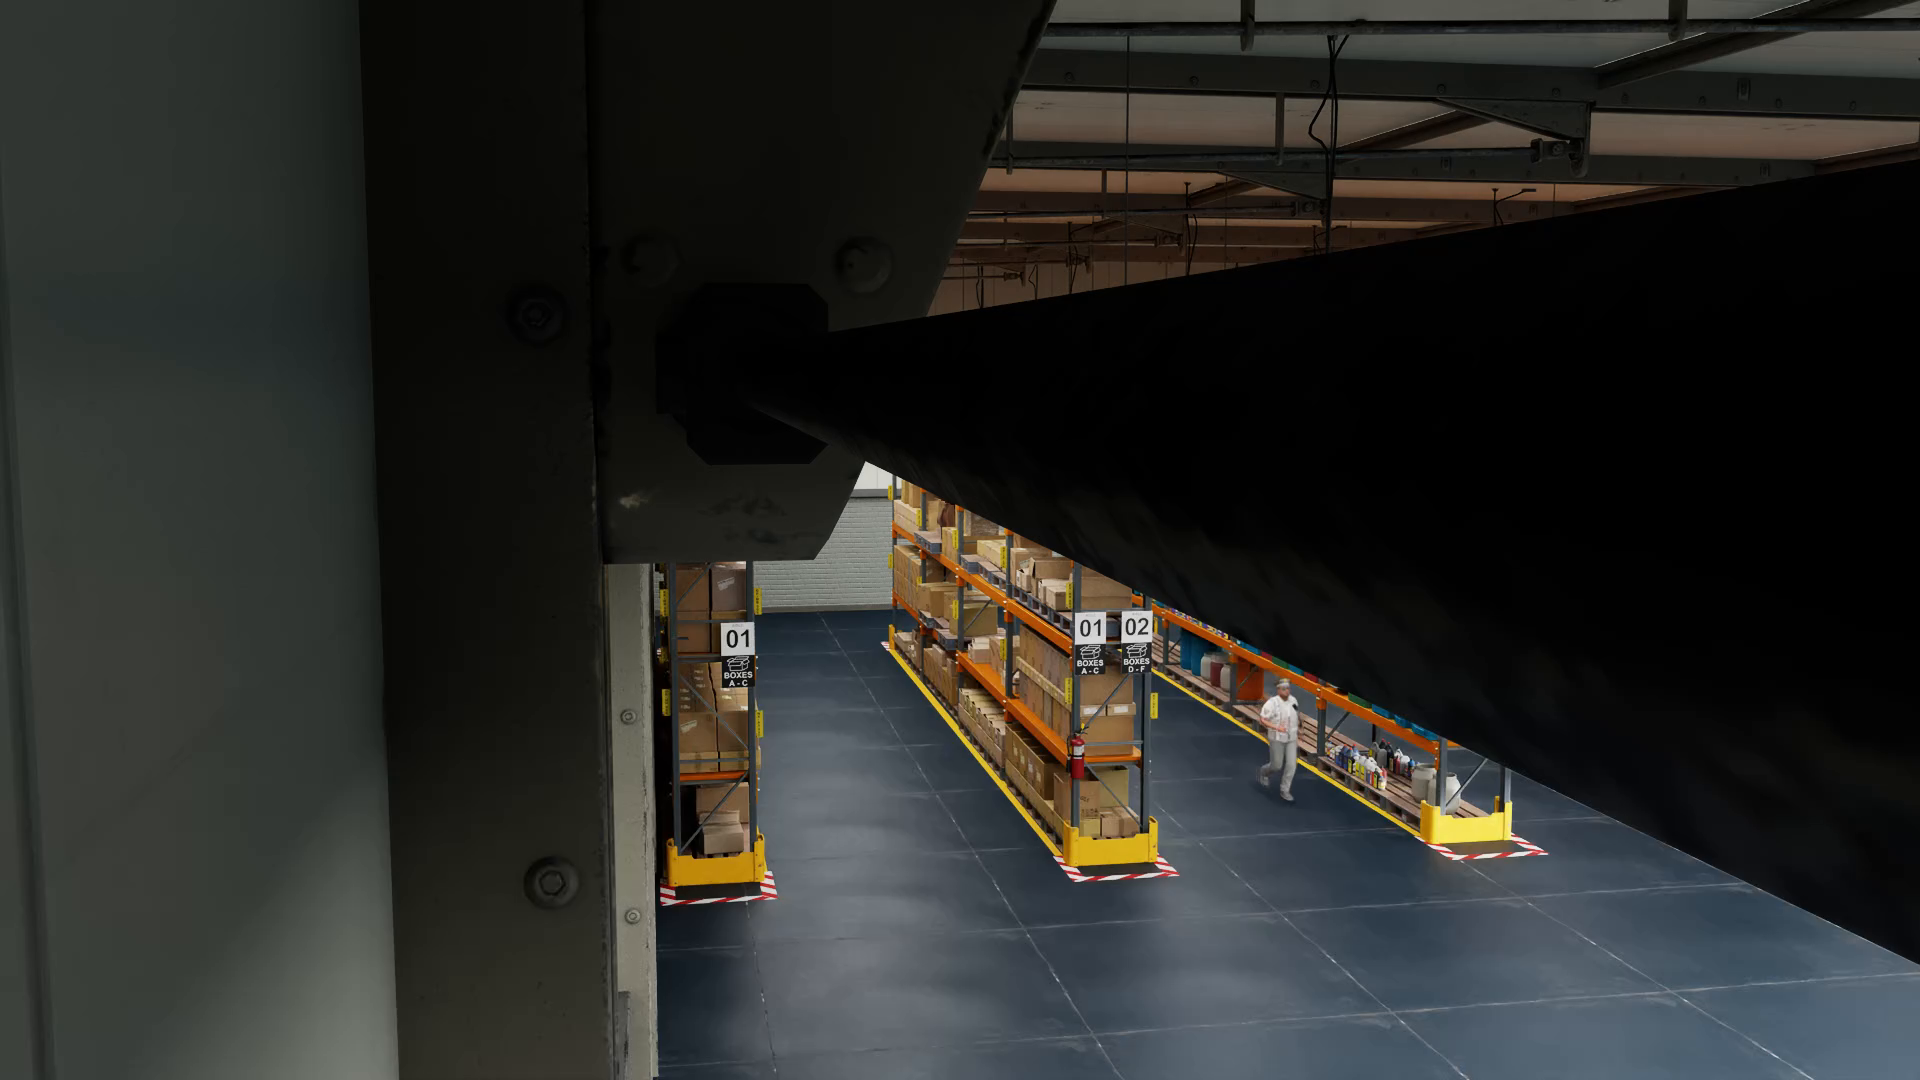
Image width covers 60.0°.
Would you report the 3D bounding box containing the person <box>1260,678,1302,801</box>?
[{"bbox_3d":[4.663,2.854,24.125,0.668,1.749,0.722,-2,6,-18],"label":"person"}]
